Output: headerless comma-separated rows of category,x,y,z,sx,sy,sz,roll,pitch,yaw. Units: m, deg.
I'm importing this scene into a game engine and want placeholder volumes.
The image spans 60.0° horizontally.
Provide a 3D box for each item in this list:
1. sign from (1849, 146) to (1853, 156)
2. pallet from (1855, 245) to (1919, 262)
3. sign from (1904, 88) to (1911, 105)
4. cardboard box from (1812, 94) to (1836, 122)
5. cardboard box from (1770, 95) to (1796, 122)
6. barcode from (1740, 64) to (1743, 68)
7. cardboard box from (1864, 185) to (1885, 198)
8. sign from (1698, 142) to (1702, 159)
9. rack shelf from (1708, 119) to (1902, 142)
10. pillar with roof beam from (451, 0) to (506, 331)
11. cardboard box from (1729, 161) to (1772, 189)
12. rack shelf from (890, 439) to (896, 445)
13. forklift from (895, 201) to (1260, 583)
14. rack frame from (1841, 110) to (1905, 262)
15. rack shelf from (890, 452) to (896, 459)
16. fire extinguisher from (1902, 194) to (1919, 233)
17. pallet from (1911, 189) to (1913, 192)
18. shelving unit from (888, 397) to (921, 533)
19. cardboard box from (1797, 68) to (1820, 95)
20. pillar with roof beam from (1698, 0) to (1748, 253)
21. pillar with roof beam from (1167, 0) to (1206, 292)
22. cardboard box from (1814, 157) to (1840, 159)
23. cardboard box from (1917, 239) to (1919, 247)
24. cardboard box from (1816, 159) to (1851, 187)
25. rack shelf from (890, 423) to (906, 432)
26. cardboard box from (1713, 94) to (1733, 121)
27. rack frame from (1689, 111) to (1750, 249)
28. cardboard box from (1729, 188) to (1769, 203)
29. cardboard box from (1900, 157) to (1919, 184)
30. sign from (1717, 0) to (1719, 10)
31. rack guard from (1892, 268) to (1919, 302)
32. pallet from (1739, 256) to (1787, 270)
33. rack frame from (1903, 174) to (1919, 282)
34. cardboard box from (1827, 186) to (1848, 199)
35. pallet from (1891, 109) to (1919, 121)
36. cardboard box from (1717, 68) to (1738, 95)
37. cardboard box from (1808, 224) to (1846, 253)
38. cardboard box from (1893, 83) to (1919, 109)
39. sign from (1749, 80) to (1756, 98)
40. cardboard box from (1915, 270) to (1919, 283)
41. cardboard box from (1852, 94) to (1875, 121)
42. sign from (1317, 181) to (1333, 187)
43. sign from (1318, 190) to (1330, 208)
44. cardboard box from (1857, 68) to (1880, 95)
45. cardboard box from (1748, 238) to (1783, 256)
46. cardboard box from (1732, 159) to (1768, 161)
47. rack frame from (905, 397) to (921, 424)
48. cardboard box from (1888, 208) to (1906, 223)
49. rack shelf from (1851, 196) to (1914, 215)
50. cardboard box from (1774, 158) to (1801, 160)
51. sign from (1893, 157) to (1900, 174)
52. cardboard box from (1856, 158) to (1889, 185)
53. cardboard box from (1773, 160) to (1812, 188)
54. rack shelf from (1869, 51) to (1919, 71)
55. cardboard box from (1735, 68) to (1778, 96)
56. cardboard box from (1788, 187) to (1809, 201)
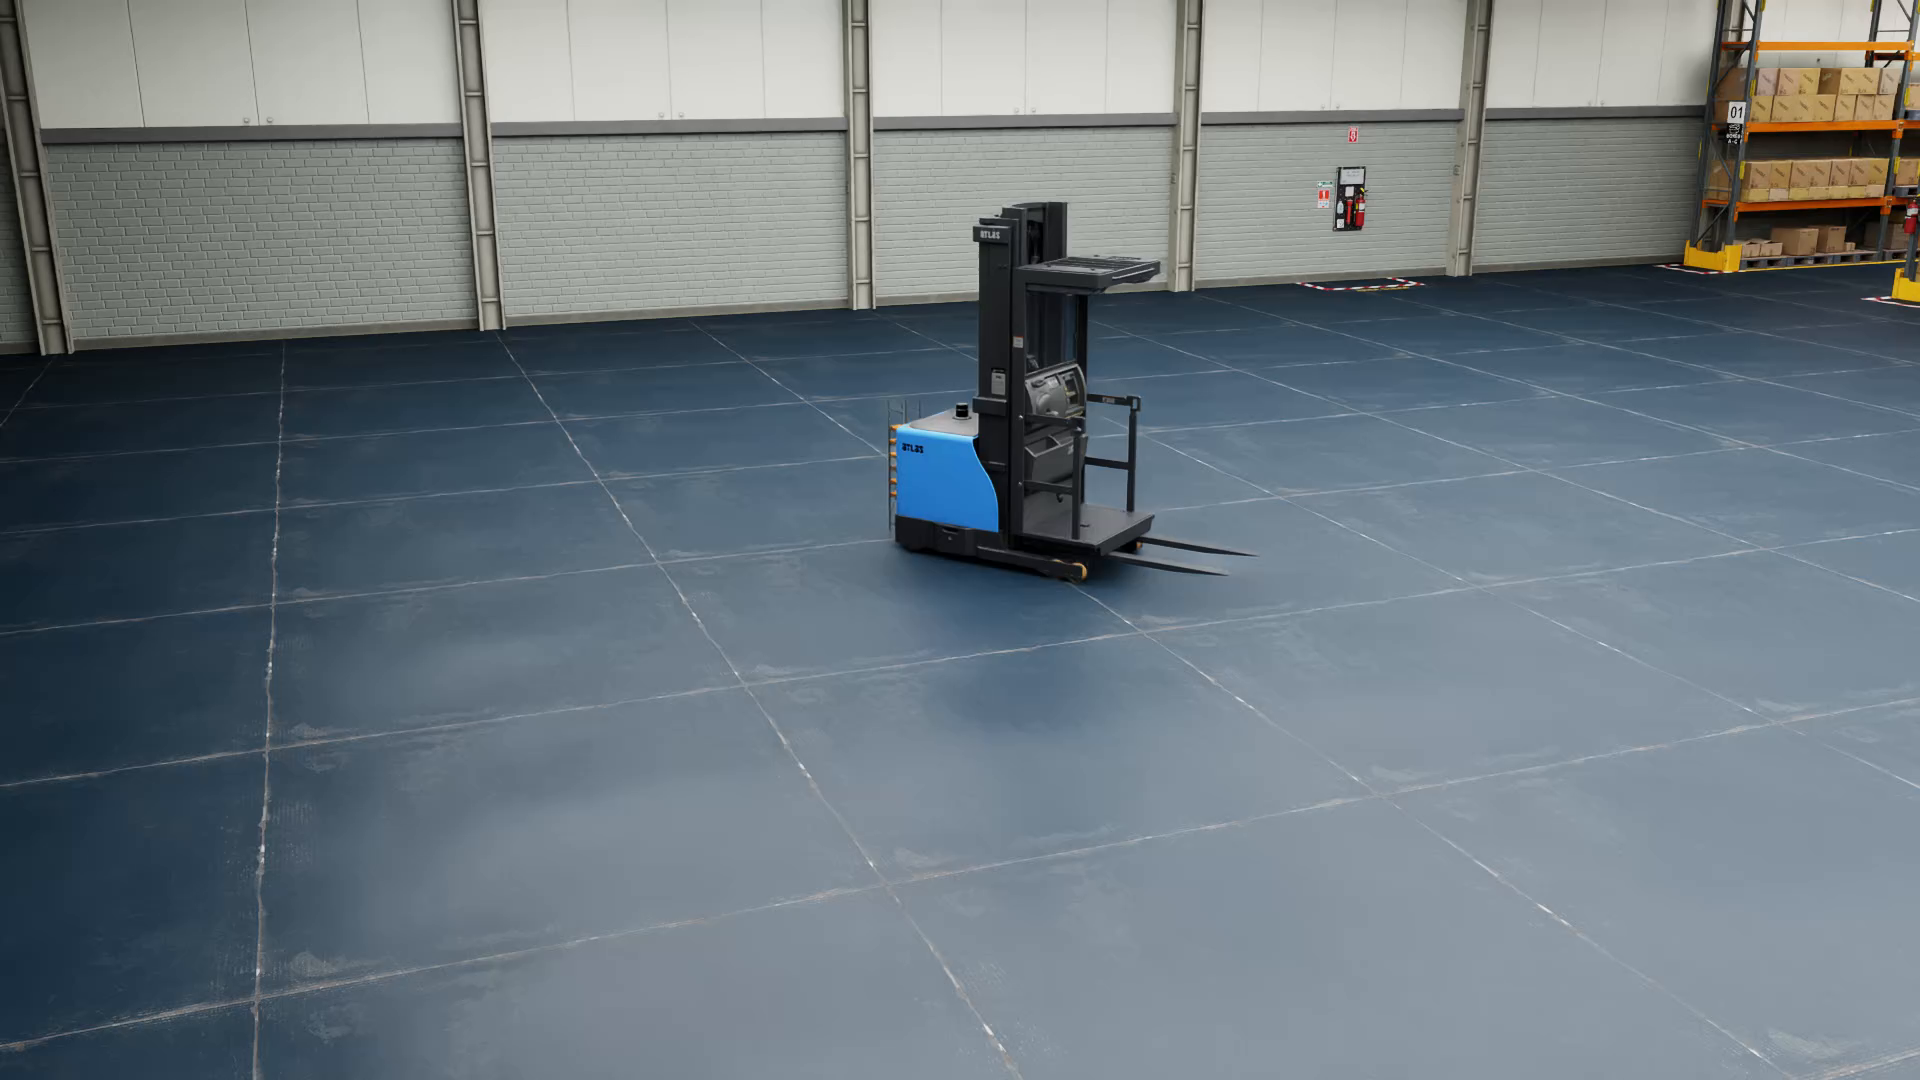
sign,18.356,-7.938,34.250,0.005,0.325,0.100,-6,17,-20
pallet,19.285,-5.977,34.578,1.213,0.211,1.003,-6,17,-20
sign,18.760,-8.782,32.938,0.005,0.325,0.100,-6,17,-20
cardboard box,16.715,-8.456,32.532,0.500,0.500,0.500,-5,17,-17
cardboard box,15.739,-8.343,32.147,0.500,0.500,0.500,-5,17,-16
barcode,15.307,-9.291,32.573,0.075,0.075,0.001,-6,17,-20
cardboard box,18.225,-7.047,33.501,0.500,0.250,0.500,-6,17,-20
sign,14.643,-7.688,32.840,0.005,0.325,0.100,-6,17,-20
rack shelf,16.691,-8.129,32.909,4.000,0.370,1.077,-6,17,-20
pillar with roof beam,-5.703,-6.457,20.617,0.400,9.000,9.100,-6,17,-20
cardboard box,15.377,-7.100,32.351,0.500,0.500,0.500,-6,17,-20
rack shelf,-0.486,-0.827,14.590,0.180,0.103,0.258,-11,20,-34
forklift,0.965,-1.227,13.576,3.031,2.935,1.130,10,19,30
rack frame,18.558,-7.236,33.917,0.127,3.000,1.000,-6,17,-20
rack shelf,-0.486,-0.712,14.624,0.180,0.103,0.258,-11,20,-34
fire extinguisher,16.323,-5.603,28.493,0.183,0.674,0.296,-6,17,-20
pallet,20.460,-7.337,34.601,1.213,0.211,1.003,-6,17,-20
shelving unit,-0.486,-0.639,14.645,0.189,1.200,0.258,-11,20,-34
cardboard box,16.231,-8.876,32.191,0.500,0.500,0.500,-6,17,-19
pillar with roof beam,16.708,-8.877,28.856,0.400,9.000,9.100,-6,17,-20
pillar with roof beam,5.502,-7.667,24.736,0.400,9.000,9.100,-6,17,-20
cardboard box,17.560,-7.490,33.681,0.500,0.500,0.500,-6,17,-20
cardboard box,19.704,-6.392,34.697,0.500,0.500,0.700,-7,18,-21
cardboard box,17.289,-7.305,33.050,0.500,0.500,0.500,-7,18,-22
rack shelf,-0.486,-0.942,14.556,0.180,0.103,0.258,-11,20,-34
cardboard box,15.122,-8.439,32.474,0.500,0.500,0.500,-5,17,-16
rack frame,14.823,-6.833,32.543,0.127,3.000,1.000,-6,17,-20
cardboard box,15.392,-6.736,32.445,0.500,0.250,0.500,-7,18,-22
cardboard box,19.570,-7.592,34.170,0.500,0.500,0.700,-4,17,-14
sign,14.644,-10.384,32.048,0.005,0.325,0.100,-6,17,-20
rack guard,16.577,-4.328,28.450,0.348,0.500,1.175,-6,17,-20
pallet,15.665,-5.575,33.210,1.213,0.211,1.003,-6,17,-20
rack frame,16.599,-5.530,28.106,0.127,3.000,1.000,-6,17,-20
cardboard box,17.292,-6.944,33.151,0.500,0.250,0.500,-6,17,-20
pallet,19.173,-8.620,33.637,1.003,0.211,1.213,-6,17,-20
cardboard box,15.132,-8.922,32.345,0.500,0.500,0.500,-5,17,-18
cardboard box,17.604,-6.133,33.815,0.500,0.500,0.500,-8,18,-24
cardboard box,19.098,-8.959,33.537,0.500,0.500,0.500,-4,17,-12
sign,15.017,-8.549,31.512,0.005,0.325,0.100,-6,17,-20
cardboard box,16.994,-4.544,28.883,0.500,0.250,0.500,-6,17,-20
cardboard box,17.698,-8.570,32.920,0.500,0.500,0.500,-8,18,-25
sign,6.698,-6.528,30.501,0.331,0.109,0.001,-6,17,-20
sign,6.690,-6.276,30.582,0.234,0.329,0.001,-6,17,-20
cardboard box,17.677,-9.033,32.723,0.500,0.500,0.500,-5,17,-17
cardboard box,16.034,-5.858,33.213,0.500,0.311,0.500,-5,17,-15
cardboard box,15.661,-7.282,32.972,0.500,0.500,0.500,-6,17,-19
rack frame,-0.412,-0.654,14.697,0.006,1.200,0.240,-11,20,-34
cardboard box,19.650,-6.732,34.523,0.500,0.250,0.500,-7,18,-21
rack shelf,20.426,-7.093,34.705,4.000,0.370,1.077,-6,17,-20
cardboard box,16.612,-7.386,33.327,0.500,0.500,0.500,-6,17,-19
sign,18.760,-7.510,33.311,0.005,0.325,0.100,-6,17,-20
cardboard box,18.228,-7.405,33.390,0.500,0.500,0.500,-6,17,-20
cardboard box,16.326,-7.197,32.683,0.500,0.500,0.500,-7,18,-22
rack shelf,20.426,-9.779,33.916,4.000,0.370,1.077,-6,17,-20
cardboard box,15.270,-8.785,31.878,0.500,0.500,0.500,-8,18,-24
cardboard box,16.350,-6.842,32.805,0.500,0.250,0.500,-6,18,-21
